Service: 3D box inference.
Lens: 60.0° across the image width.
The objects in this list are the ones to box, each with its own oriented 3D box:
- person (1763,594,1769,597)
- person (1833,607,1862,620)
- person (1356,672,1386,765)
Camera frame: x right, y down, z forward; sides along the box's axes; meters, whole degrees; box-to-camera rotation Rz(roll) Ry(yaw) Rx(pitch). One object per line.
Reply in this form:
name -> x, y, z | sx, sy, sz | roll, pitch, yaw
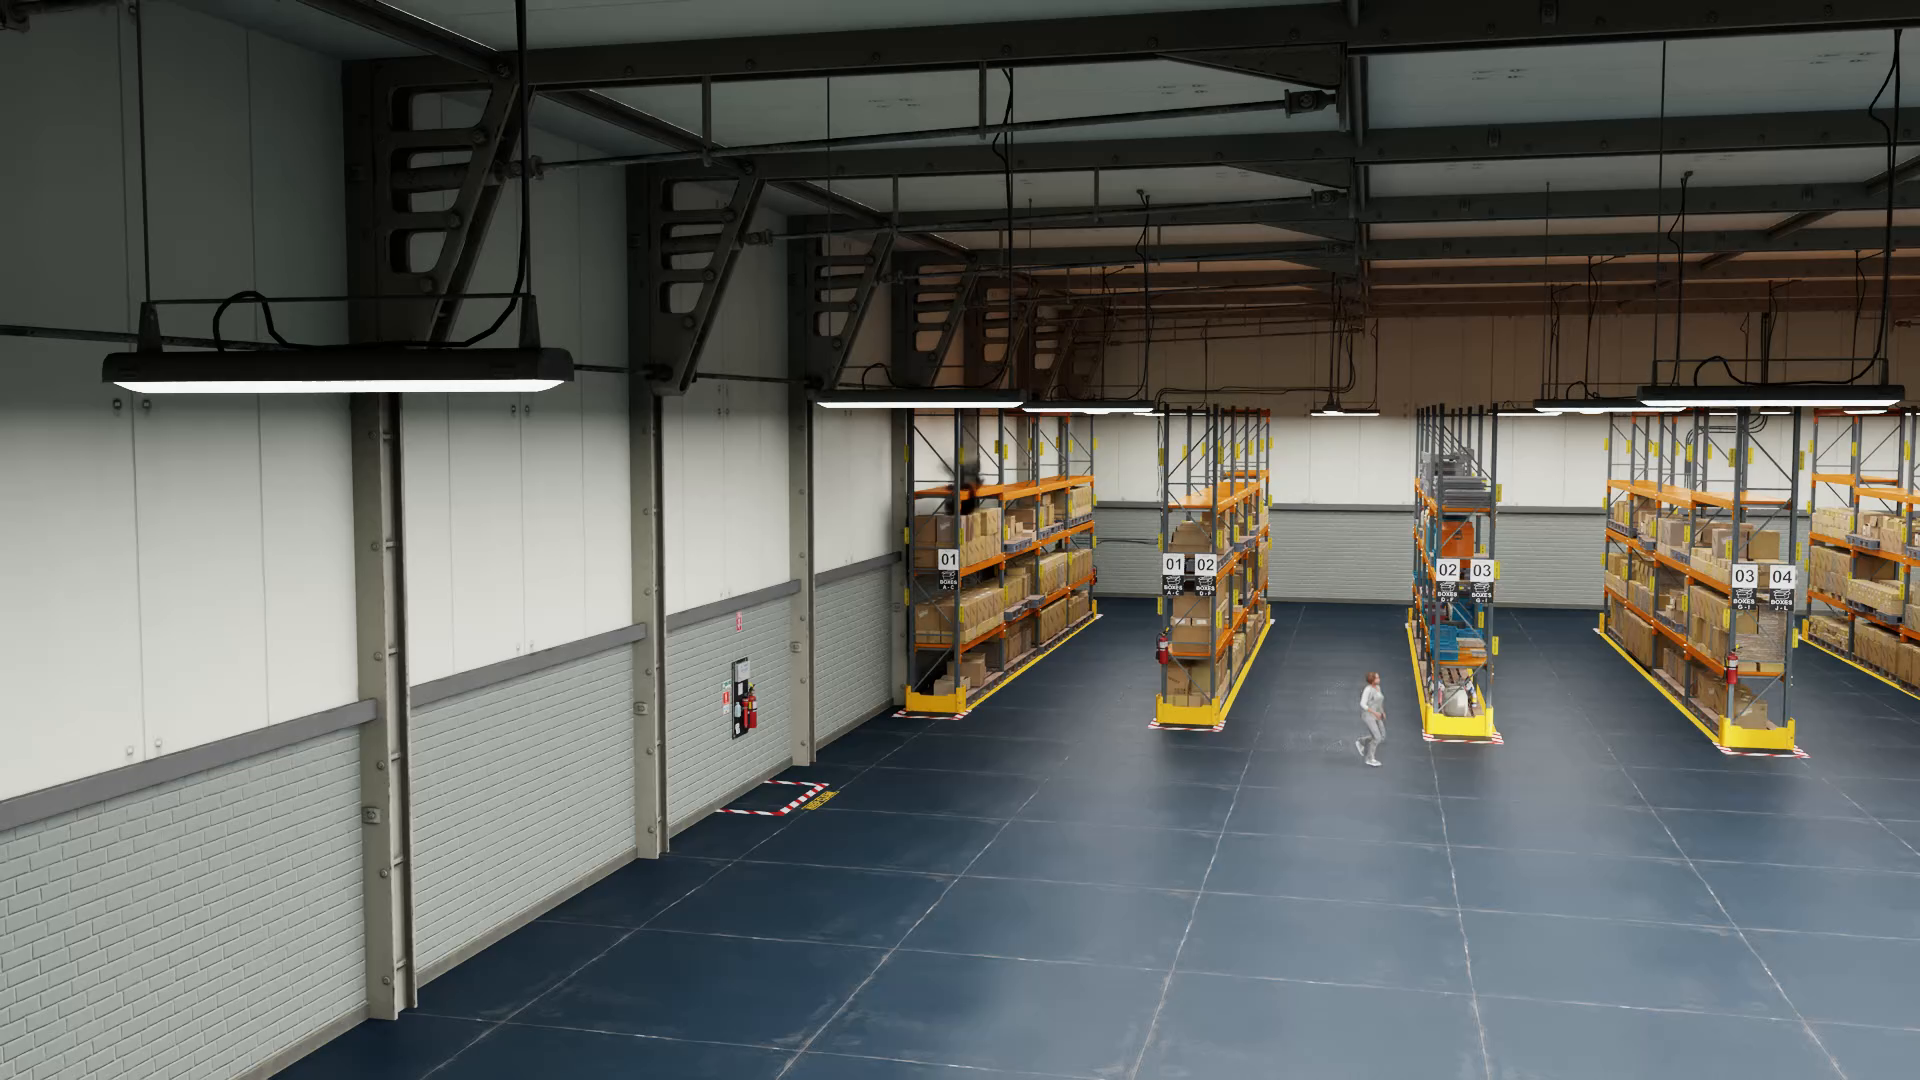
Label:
person -> 21.113, 1.655, 43.874 | 0.784, 1.764, 0.793 | -3, 5, -36
person -> 23.627, 1.672, 44.209 | 0.836, 1.761, 0.799 | -3, 5, -34
person -> 6.790, 2.941, 27.516 | 0.575, 1.550, 0.589 | 4, 6, 42
